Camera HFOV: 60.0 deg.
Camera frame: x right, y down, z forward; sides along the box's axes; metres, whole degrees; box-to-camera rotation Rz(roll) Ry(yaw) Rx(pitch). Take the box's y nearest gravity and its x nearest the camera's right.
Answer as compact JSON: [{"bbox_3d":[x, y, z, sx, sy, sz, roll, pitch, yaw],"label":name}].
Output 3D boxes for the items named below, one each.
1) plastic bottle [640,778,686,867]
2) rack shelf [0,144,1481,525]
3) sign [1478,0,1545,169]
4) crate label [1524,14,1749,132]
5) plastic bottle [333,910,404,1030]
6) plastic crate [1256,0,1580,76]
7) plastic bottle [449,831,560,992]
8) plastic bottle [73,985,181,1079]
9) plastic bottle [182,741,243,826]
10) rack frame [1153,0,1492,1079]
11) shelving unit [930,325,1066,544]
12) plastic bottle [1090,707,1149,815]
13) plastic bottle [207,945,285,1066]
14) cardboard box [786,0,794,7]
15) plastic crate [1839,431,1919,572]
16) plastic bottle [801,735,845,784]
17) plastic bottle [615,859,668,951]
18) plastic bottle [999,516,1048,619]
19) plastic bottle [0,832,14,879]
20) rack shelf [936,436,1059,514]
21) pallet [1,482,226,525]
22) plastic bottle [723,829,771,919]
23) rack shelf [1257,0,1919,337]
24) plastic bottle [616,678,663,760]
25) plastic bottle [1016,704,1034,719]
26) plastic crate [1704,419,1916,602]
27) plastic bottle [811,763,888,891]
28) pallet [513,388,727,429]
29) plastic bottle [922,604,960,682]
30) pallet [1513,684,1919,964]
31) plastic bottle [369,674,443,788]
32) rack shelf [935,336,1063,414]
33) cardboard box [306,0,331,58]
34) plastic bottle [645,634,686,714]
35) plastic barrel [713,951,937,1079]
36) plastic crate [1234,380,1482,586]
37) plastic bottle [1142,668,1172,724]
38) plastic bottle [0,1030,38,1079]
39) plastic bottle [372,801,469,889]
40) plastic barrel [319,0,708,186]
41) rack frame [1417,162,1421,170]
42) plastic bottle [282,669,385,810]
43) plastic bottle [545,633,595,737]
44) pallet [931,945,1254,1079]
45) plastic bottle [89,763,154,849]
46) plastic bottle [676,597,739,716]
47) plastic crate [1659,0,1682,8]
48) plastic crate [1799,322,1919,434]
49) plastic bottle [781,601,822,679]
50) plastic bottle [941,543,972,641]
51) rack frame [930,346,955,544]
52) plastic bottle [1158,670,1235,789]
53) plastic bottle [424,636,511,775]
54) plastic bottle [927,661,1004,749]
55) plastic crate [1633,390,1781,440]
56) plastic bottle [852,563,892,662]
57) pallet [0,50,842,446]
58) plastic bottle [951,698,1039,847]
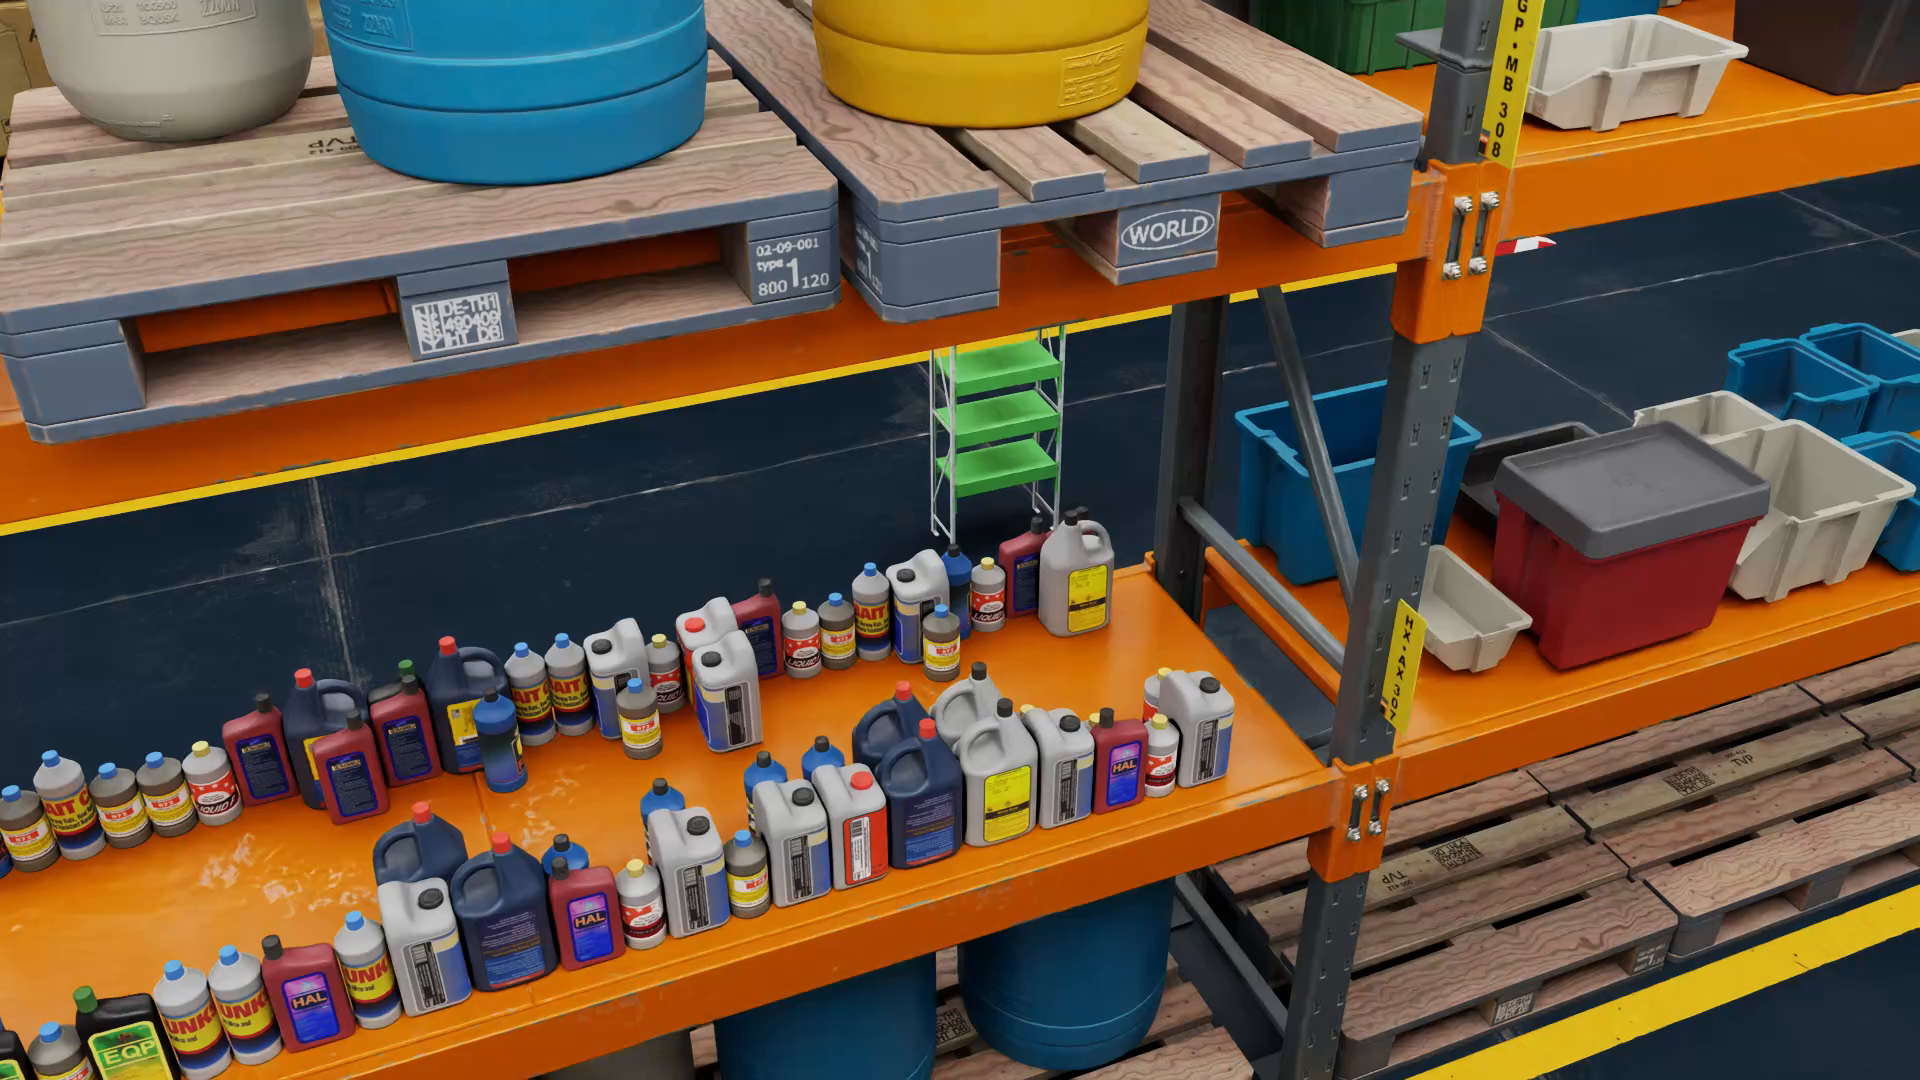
[{"bbox_3d":[-0.645,0.634,3.643,0.097,0.271,0.097,0,33,0],"label":"plastic bottle"},{"bbox_3d":[-1.045,-0.402,3.026,4.000,0.370,1.077,-13,35,-19],"label":"rack shelf"},{"bbox_3d":[1.010,-0.852,3.051,0.005,0.325,0.100,-13,35,-19],"label":"sign"},{"bbox_3d":[1.362,-0.973,3.486,0.466,0.136,0.293,-13,35,-19],"label":"crate label"},{"bbox_3d":[-1.183,0.847,3.316,0.097,0.271,0.097,0,33,0],"label":"plastic bottle"},{"bbox_3d":[1.072,-1.278,3.908,0.662,0.188,0.450,-13,35,-19],"label":"plastic crate"},{"bbox_3d":[-0.938,0.744,3.402,0.185,0.351,0.144,-13,35,-19],"label":"plastic bottle"},{"bbox_3d":[-1.585,0.945,3.155,0.133,0.283,0.061,-13,35,-19],"label":"plastic bottle"},{"bbox_3d":[-1.727,0.552,3.833,0.097,0.201,0.097,0,33,0],"label":"plastic bottle"},{"bbox_3d":[0.799,0.132,4.297,0.127,3.000,1.000,-13,35,-19],"label":"rack frame"},{"bbox_3d":[0.153,-0.538,6.976,0.503,1.200,0.258,-13,35,-19],"label":"shelving unit"},{"bbox_3d":[0.365,0.498,3.841,0.133,0.283,0.061,-13,35,-19],"label":"plastic bottle"},{"bbox_3d":[-1.396,0.896,3.241,0.097,0.271,0.097,0,33,0],"label":"plastic bottle"},{"bbox_3d":[-0.572,-2.779,7.762,0.500,0.500,0.500,-12,35,-18],"label":"cardboard box"},{"bbox_3d":[2.693,-0.105,4.760,0.300,0.233,0.416,-13,35,-19],"label":"plastic crate"},{"bbox_3d":[-0.307,0.556,3.762,0.097,0.271,0.097,0,33,0],"label":"plastic bottle"},{"bbox_3d":[-0.676,0.760,3.513,0.097,0.201,0.097,0,33,0],"label":"plastic bottle"},{"bbox_3d":[0.172,0.072,4.496,0.133,0.283,0.061,-13,35,-19],"label":"plastic bottle"},{"bbox_3d":[-2.176,0.625,3.656,0.097,0.271,0.097,0,33,0],"label":"plastic bottle"},{"bbox_3d":[0.153,-0.283,7.142,0.480,0.148,0.258,-13,35,-19],"label":"rack shelf"},{"bbox_3d":[-4.100,-0.485,7.802,1.213,0.211,1.003,-13,35,-19],"label":"pallet"},{"bbox_3d":[-0.462,0.711,3.589,0.097,0.201,0.097,0,33,0],"label":"plastic bottle"},{"bbox_3d":[2.643,-1.246,4.324,4.000,0.370,1.077,-13,35,-19],"label":"rack shelf"},{"bbox_3d":[-0.778,0.425,4.029,0.097,0.201,0.097,0,33,0],"label":"plastic bottle"},{"bbox_3d":[0.158,0.479,3.945,0.097,0.201,0.097,0,33,0],"label":"plastic bottle"},{"bbox_3d":[2.278,-0.073,4.666,0.530,0.282,0.437,-13,35,-19],"label":"plastic crate"},{"bbox_3d":[-0.241,0.613,3.671,0.135,0.276,0.152,-13,35,-19],"label":"plastic bottle"},{"bbox_3d":[-1.851,-1.000,8.594,1.213,0.211,1.003,-13,35,-19],"label":"pallet"},{"bbox_3d":[-0.047,0.257,4.286,0.097,0.201,0.097,0,33,0],"label":"plastic bottle"},{"bbox_3d":[2.588,0.866,5.725,1.213,0.211,1.003,-13,35,-19],"label":"pallet"},{"bbox_3d":[-1.311,0.448,3.919,0.133,0.283,0.061,-13,35,-19],"label":"plastic bottle"},{"bbox_3d":[0.153,-0.685,6.880,0.480,0.148,0.258,-13,35,-19],"label":"rack shelf"},{"bbox_3d":[-2.720,-2.174,7.363,0.500,0.500,0.700,-23,39,-31],"label":"cardboard box"},{"bbox_3d":[-0.747,0.328,4.178,0.097,0.201,0.097,0,33,0],"label":"plastic bottle"},{"bbox_3d":[-0.362,1.091,4.361,0.708,0.901,0.600,-13,35,-19],"label":"plastic barrel"},{"bbox_3d":[1.097,-0.157,4.700,0.575,0.384,0.392,-13,35,-19],"label":"plastic crate"},{"bbox_3d":[0.495,0.402,4.064,0.097,0.201,0.097,0,33,0],"label":"plastic bottle"},{"bbox_3d":[-1.797,0.994,3.080,0.133,0.283,0.061,-13,35,-19],"label":"plastic bottle"},{"bbox_3d":[-1.121,0.696,3.476,0.185,0.351,0.144,-13,35,-19],"label":"plastic bottle"},{"bbox_3d":[-0.716,-1.074,2.556,0.708,0.901,0.600,-13,35,-19],"label":"plastic barrel"},{"bbox_3d":[2.573,-3.204,9.424,0.127,3.000,1.000,-13,35,-19],"label":"rack frame"},{"bbox_3d":[-1.465,0.443,3.864,0.185,0.351,0.144,-13,35,-19],"label":"plastic bottle"},{"bbox_3d":[-0.961,0.347,4.084,0.097,0.271,0.097,0,33,0],"label":"plastic bottle"},{"bbox_3d":[0.071,1.443,4.839,1.213,0.211,1.003,-13,35,-19],"label":"pallet"},{"bbox_3d":[-1.907,0.593,3.770,0.097,0.201,0.097,0,33,0],"label":"plastic bottle"},{"bbox_3d":[-0.629,0.286,4.174,0.135,0.276,0.152,-13,35,-19],"label":"plastic bottle"},{"bbox_3d":[1.824,-1.475,4.258,0.466,0.136,0.293,-13,35,-19],"label":"plastic crate"},{"bbox_3d":[2.918,-0.503,5.371,0.300,0.233,0.416,-13,35,-19],"label":"plastic crate"},{"bbox_3d":[-0.410,0.250,4.297,0.097,0.201,0.097,0,33,0],"label":"plastic bottle"},{"bbox_3d":[-0.017,0.131,4.416,0.097,0.271,0.097,0,33,0],"label":"plastic bottle"},{"bbox_3d":[-0.072,-0.486,6.897,0.015,1.200,0.240,-13,35,-19],"label":"rack frame"},{"bbox_3d":[0.560,0.430,3.953,0.135,0.276,0.152,-13,35,-19],"label":"plastic bottle"},{"bbox_3d":[-1.171,0.376,3.967,0.185,0.351,0.144,-13,35,-19],"label":"plastic bottle"},{"bbox_3d":[0.022,0.439,3.871,0.185,0.351,0.144,-13,35,-19],"label":"plastic bottle"},{"bbox_3d":[2.288,-0.301,5.150,0.466,0.136,0.293,-13,35,-19],"label":"plastic crate"},{"bbox_3d":[-0.230,0.180,4.341,0.097,0.271,0.097,0,33,0],"label":"plastic bottle"},{"bbox_3d":[-0.931,-0.591,2.830,1.213,0.211,1.003,-13,35,-19],"label":"pallet"},{"bbox_3d":[0.078,0.511,3.759,0.185,0.351,0.144,-13,35,-19],"label":"plastic bottle"}]
